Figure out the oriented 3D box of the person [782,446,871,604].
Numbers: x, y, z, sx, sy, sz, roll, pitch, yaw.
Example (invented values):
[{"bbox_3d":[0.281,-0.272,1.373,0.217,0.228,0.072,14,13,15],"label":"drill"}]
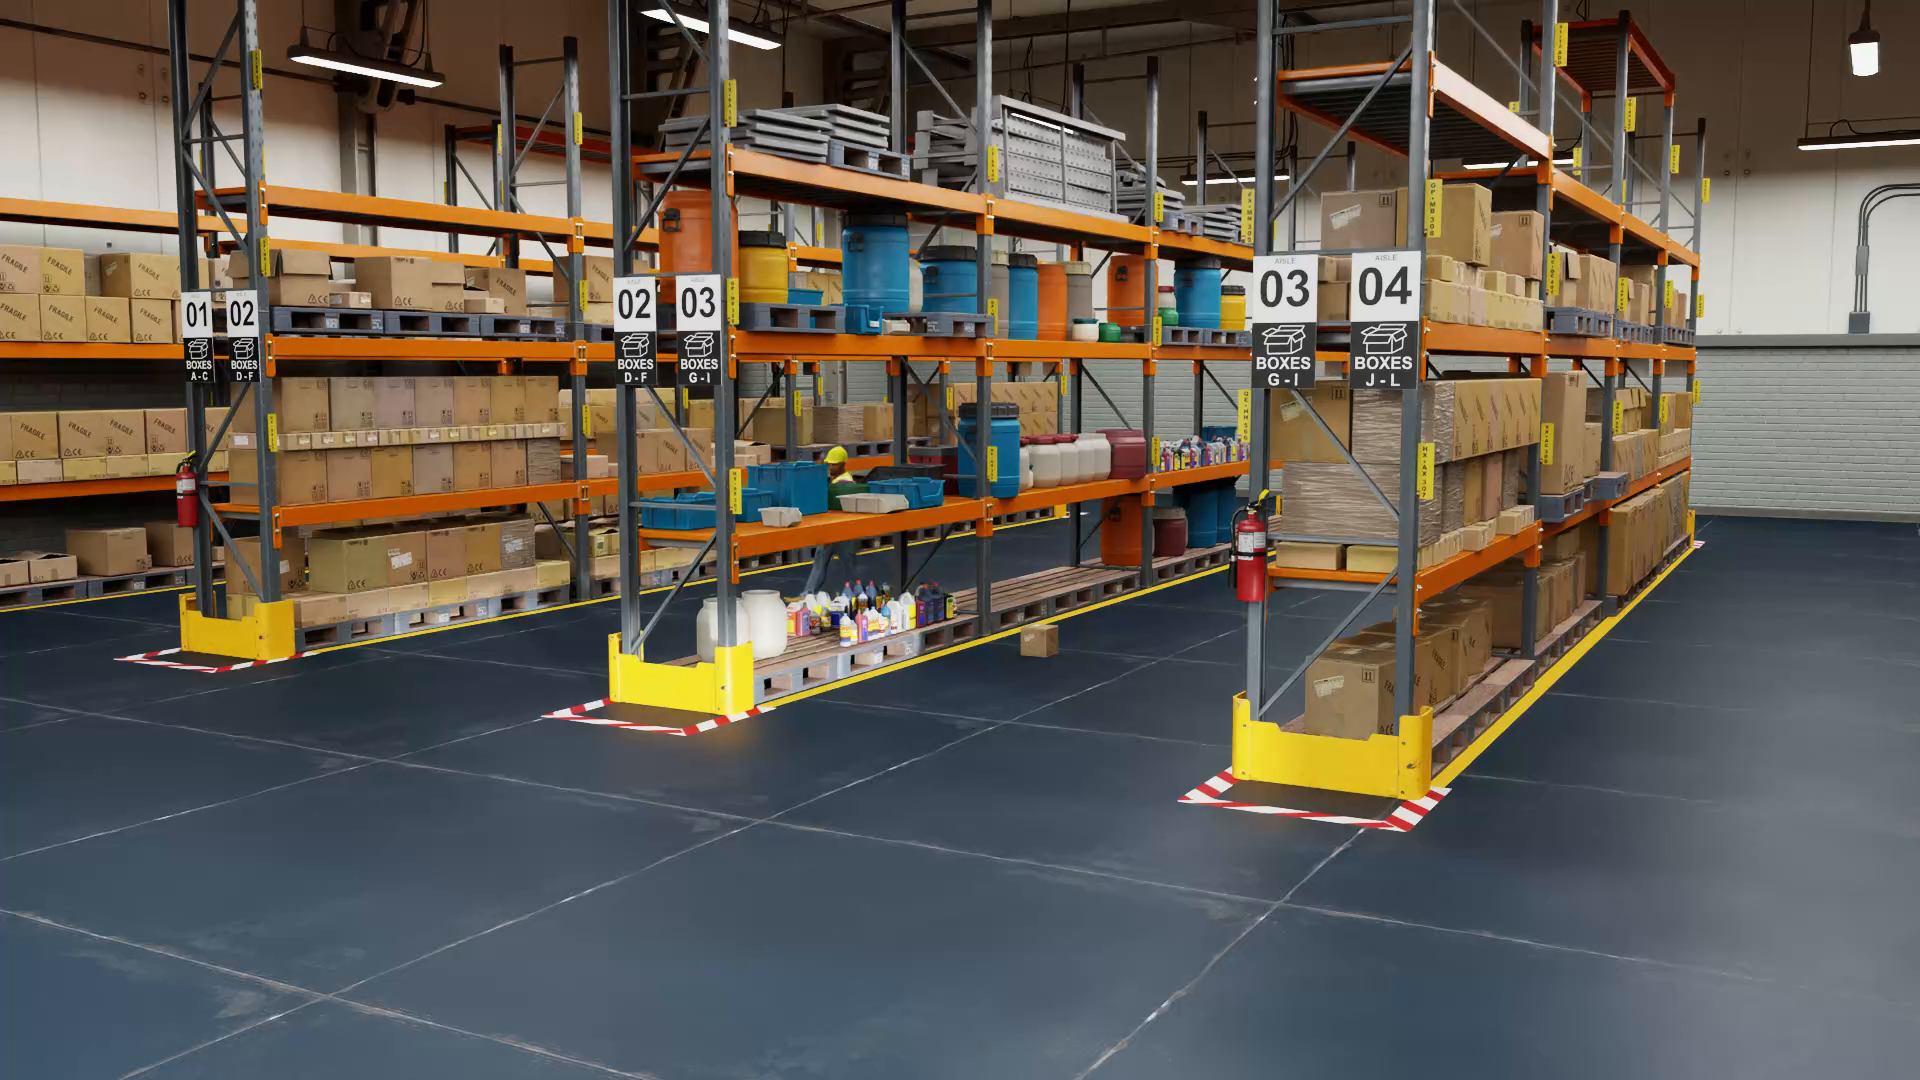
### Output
[{"bbox_3d":[-1.319,-0.121,17.180,1.016,1.699,0.640,-1,6,-13],"label":"person"}]
